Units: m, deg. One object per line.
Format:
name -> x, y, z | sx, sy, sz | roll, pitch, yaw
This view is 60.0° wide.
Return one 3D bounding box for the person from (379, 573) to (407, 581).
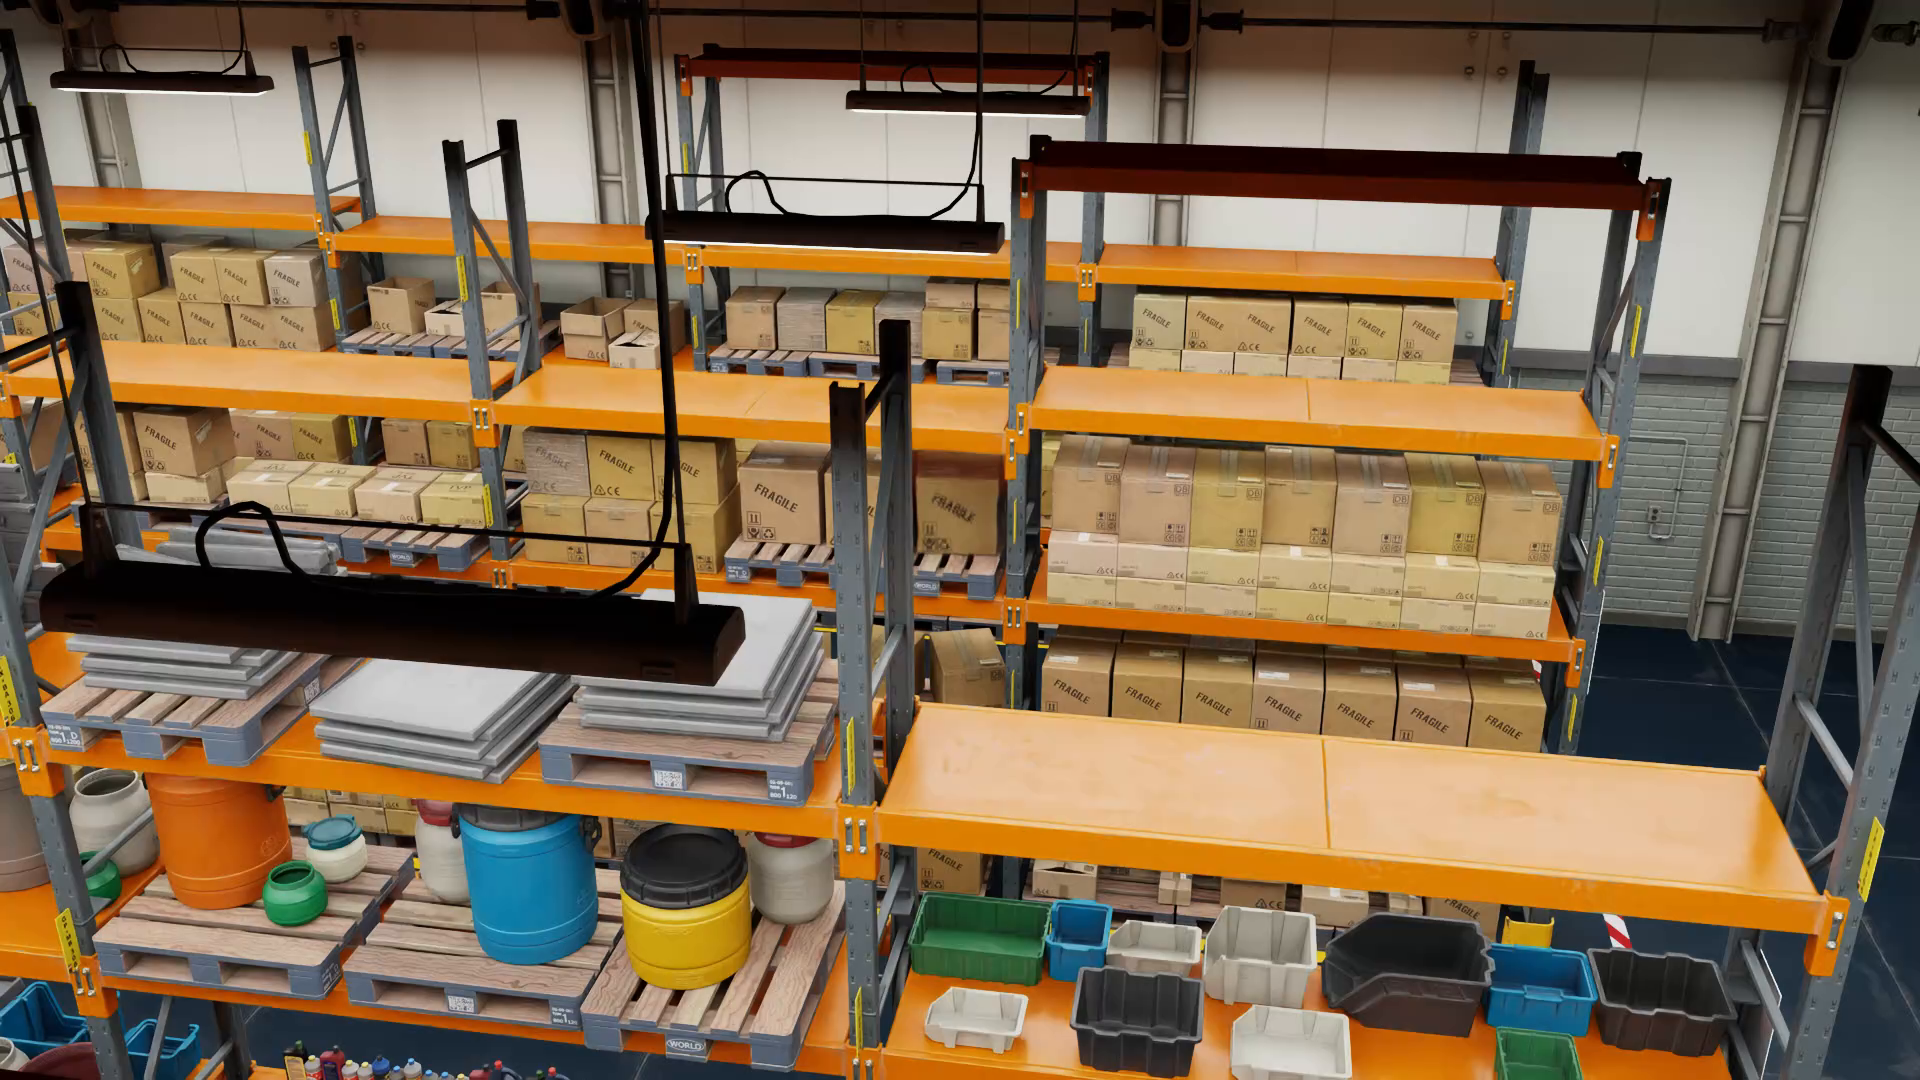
person -> -5.202, 0.985, 15.976 | 0.571, 1.636, 0.505 | 0, 23, 0
